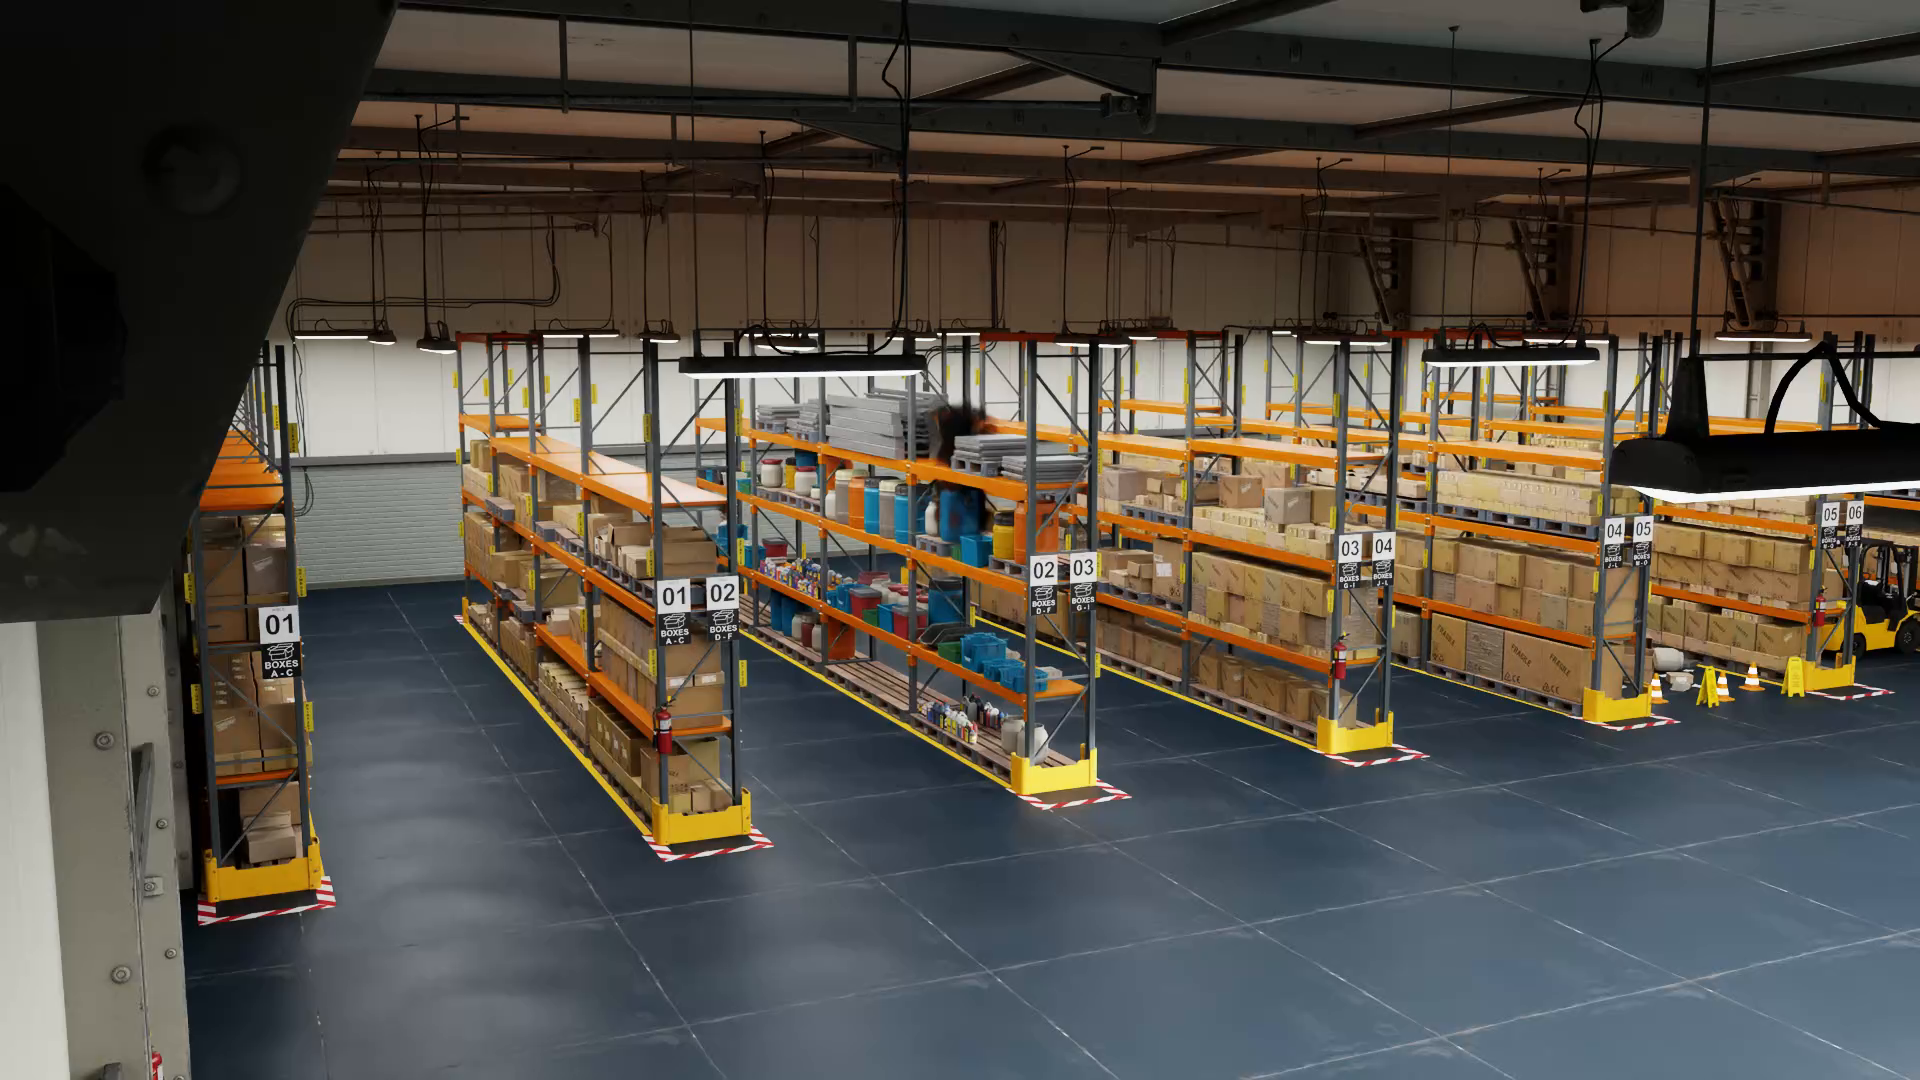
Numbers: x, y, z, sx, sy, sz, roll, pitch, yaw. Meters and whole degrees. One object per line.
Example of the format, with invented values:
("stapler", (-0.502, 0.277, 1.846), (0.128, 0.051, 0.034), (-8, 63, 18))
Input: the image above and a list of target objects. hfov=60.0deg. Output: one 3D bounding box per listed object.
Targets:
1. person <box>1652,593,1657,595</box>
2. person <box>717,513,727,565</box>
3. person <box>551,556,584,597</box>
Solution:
("person", (14.323, 0.959, 33.936), (0.573, 1.647, 0.744), (-6, 10, -36))
("person", (-5.601, 0.121, 39.737), (0.844, 1.715, 0.599), (0, 8, 3))
("person", (-8.343, 0.716, 35.582), (0.728, 1.665, 0.989), (-7, 11, -44))
